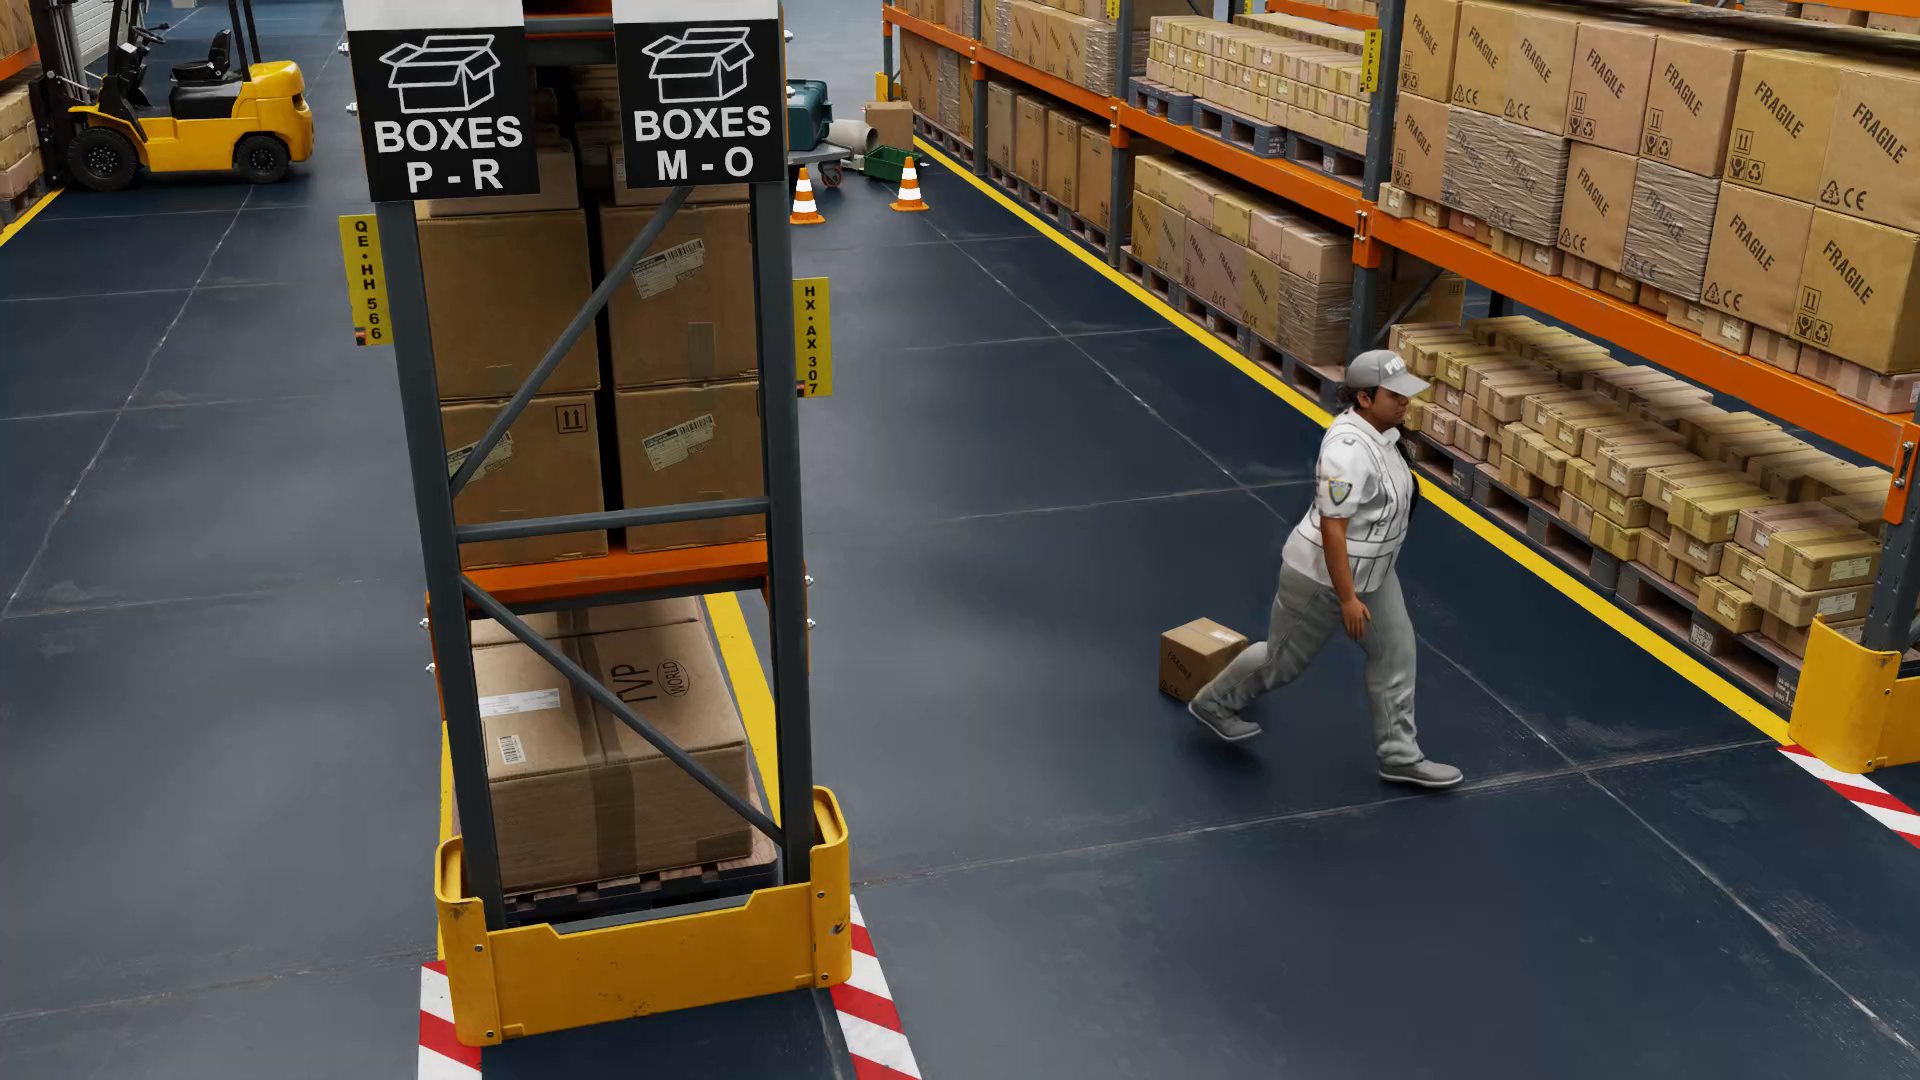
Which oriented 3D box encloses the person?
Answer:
[{"bbox_3d":[1.327,0.095,5.873,1.019,1.597,0.504,15,27,31],"label":"person"}]
